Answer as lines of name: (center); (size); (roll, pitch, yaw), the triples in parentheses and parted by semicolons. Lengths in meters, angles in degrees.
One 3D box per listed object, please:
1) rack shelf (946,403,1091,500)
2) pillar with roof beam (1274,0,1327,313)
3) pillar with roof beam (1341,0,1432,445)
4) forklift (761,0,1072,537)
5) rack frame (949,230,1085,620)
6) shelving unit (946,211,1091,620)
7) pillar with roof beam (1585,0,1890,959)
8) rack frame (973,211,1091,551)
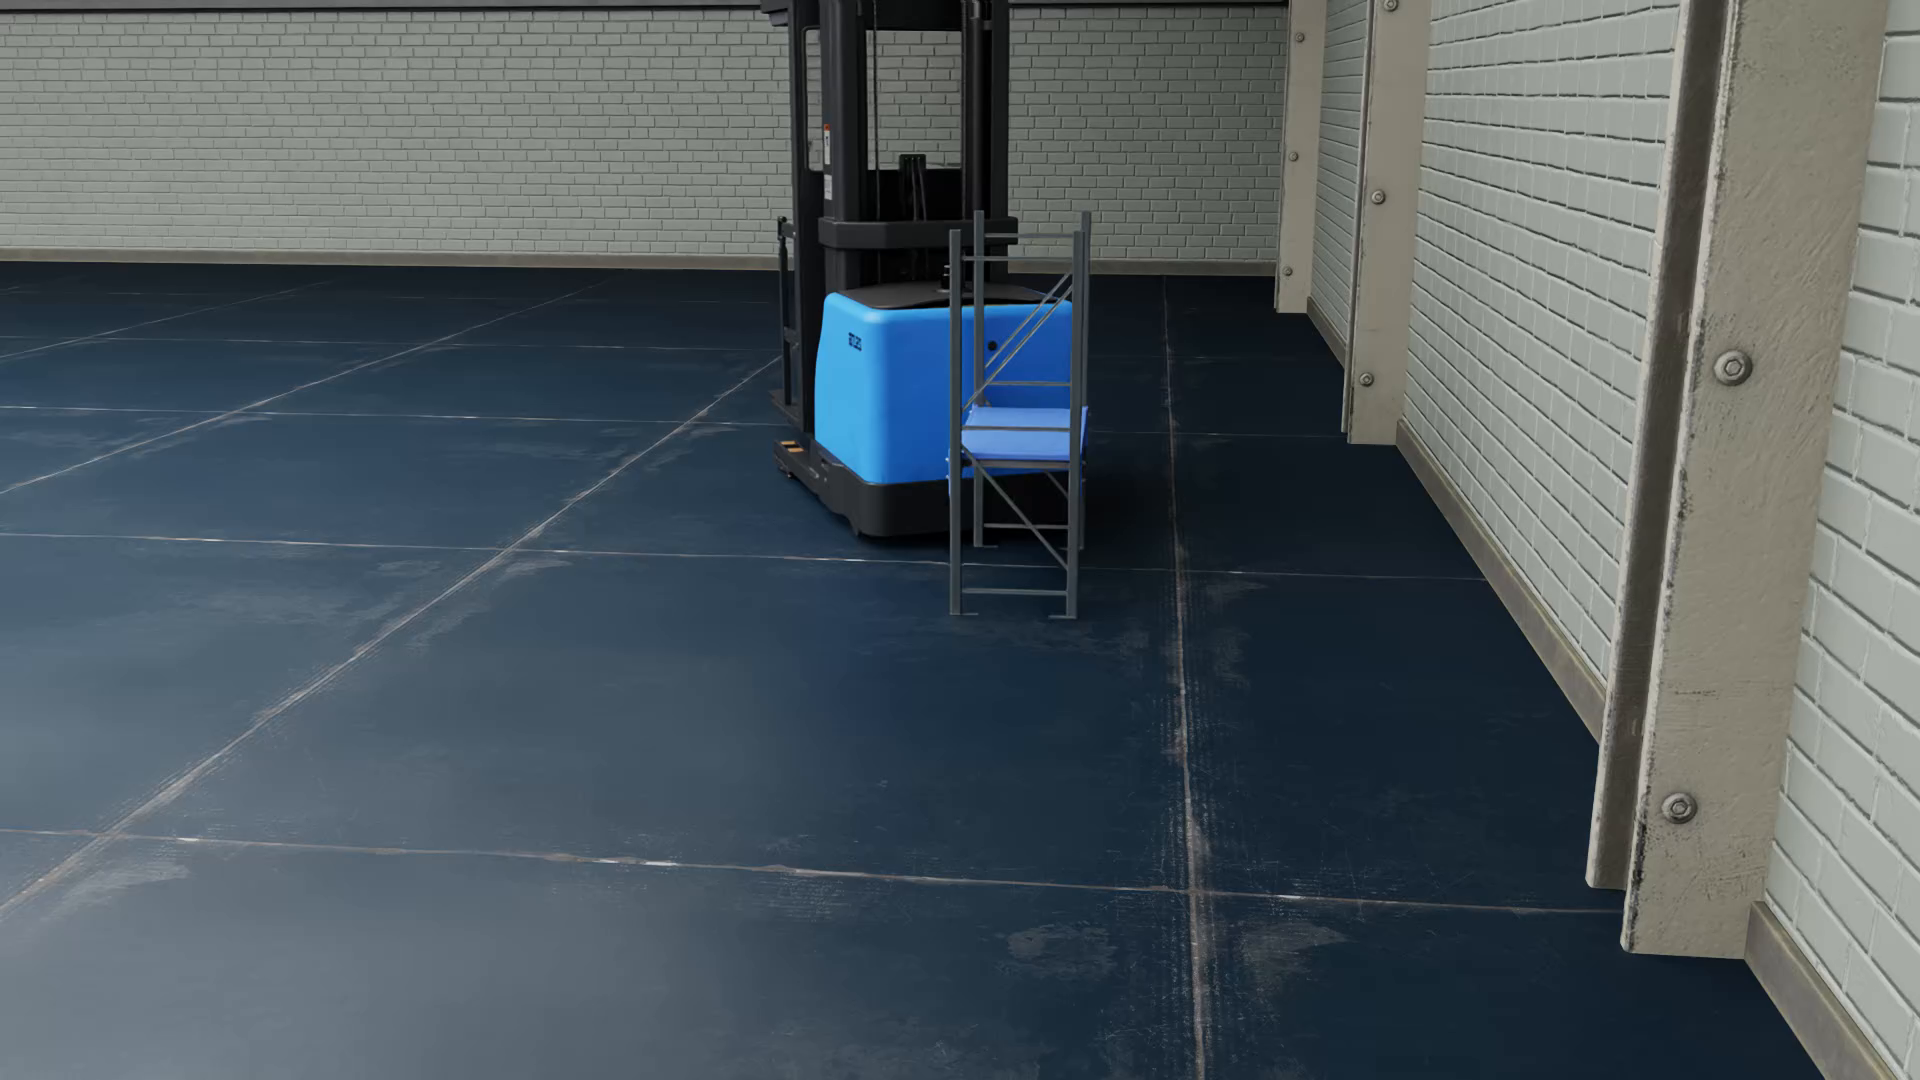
rack shelf: (0.261, -0.379, 6.880); (0.538, 0.185, 1.000); (1, 15, 5)
pillar with roof beam: (-1.148, -6.639, 14.974); (9.100, 9.000, 0.400); (2, 15, 6)
pillar with roof beam: (-1.825, -5.083, 9.219); (9.100, 9.000, 0.400); (2, 15, 6)
forklift: (-0.380, -1.771, 8.595); (1.130, 2.935, 3.031); (-5, 16, -17)
rack frame: (0.211, -0.421, 6.345); (0.500, 1.500, 0.032); (1, 15, 5)
shelving unit: (0.261, -0.553, 6.833); (0.538, 1.500, 1.048); (1, 15, 5)
pillar with roof beam: (-2.502, -3.526, 3.464); (9.100, 9.000, 0.400); (2, 15, 6)
rack frame: (0.311, -0.685, 7.321); (0.500, 1.500, 0.032); (1, 15, 5)
